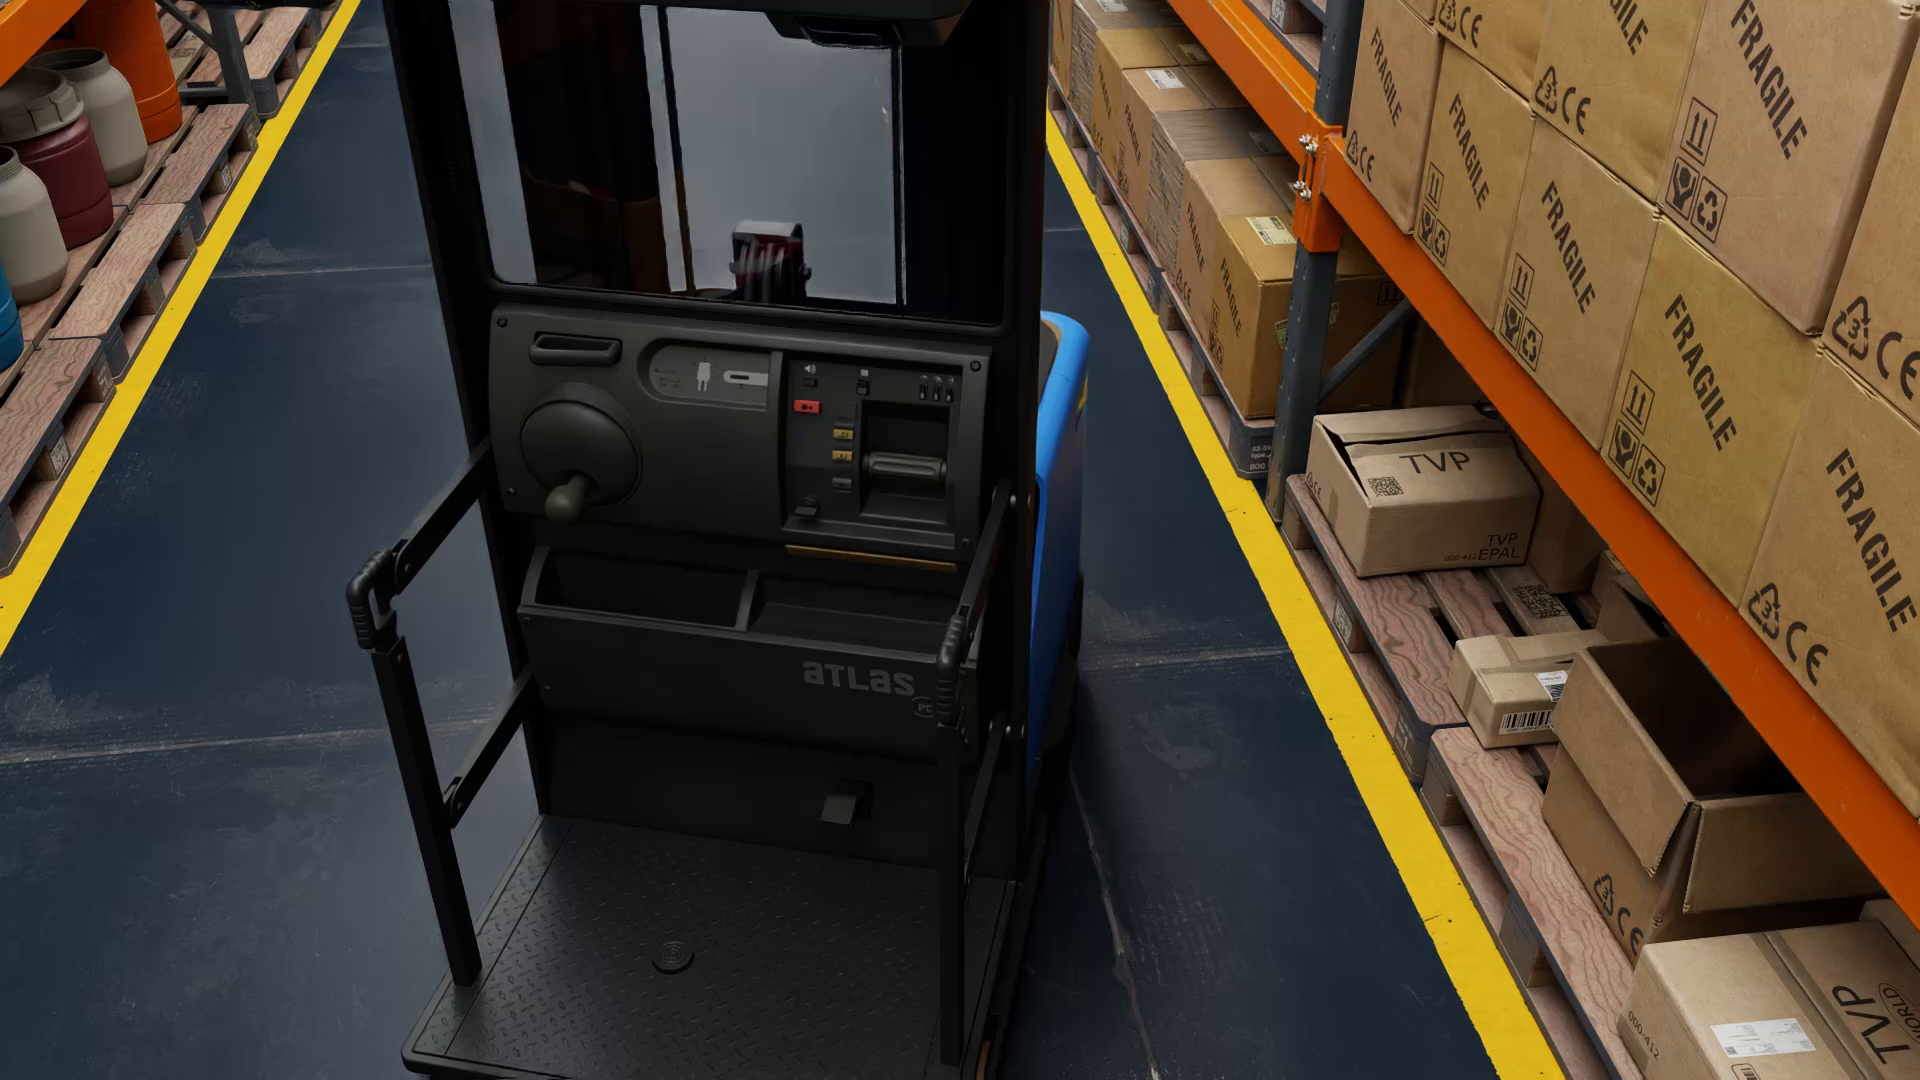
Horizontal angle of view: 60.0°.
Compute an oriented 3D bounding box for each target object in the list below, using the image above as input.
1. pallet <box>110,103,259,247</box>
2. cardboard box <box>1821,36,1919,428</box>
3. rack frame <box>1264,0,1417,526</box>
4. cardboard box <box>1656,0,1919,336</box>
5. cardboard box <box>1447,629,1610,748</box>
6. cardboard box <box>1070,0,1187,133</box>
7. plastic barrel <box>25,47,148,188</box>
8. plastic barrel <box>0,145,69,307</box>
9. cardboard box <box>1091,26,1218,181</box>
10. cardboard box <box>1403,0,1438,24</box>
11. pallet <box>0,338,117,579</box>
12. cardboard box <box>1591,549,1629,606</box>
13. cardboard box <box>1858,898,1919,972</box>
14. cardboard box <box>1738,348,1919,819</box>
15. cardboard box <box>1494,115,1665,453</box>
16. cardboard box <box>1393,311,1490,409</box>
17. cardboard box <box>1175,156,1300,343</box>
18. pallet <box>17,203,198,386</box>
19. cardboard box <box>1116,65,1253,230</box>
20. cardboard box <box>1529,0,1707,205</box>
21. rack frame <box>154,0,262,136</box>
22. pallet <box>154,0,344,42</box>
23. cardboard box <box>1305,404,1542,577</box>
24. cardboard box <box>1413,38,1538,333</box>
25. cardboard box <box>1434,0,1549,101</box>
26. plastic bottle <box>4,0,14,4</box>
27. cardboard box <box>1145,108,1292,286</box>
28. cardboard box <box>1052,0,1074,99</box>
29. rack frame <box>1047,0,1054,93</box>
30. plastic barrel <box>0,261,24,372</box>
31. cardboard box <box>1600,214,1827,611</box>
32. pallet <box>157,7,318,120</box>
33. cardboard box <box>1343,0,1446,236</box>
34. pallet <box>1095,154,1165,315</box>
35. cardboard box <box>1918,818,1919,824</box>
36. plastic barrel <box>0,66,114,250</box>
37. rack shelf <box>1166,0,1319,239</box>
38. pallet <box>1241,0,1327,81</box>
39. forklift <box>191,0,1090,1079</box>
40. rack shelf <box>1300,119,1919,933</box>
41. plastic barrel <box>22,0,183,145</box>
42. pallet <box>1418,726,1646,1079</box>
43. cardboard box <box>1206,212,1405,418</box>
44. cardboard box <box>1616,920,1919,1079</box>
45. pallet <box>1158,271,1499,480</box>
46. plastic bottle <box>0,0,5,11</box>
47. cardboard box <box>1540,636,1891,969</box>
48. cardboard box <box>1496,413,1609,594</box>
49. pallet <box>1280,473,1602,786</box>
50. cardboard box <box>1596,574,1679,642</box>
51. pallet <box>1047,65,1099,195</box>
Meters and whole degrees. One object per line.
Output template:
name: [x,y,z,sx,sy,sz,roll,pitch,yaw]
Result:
pallet: [-3.805,-1.627,7.450,1.003,0.211,1.213,-4,35,-6]
cardboard box: [1.557,-0.378,2.164,0.500,0.500,0.500,-3,34,-5]
rack frame: [1.494,-1.357,4.577,1.000,3.000,0.127,-4,35,-6]
cardboard box: [1.488,-0.664,2.584,0.500,0.500,0.500,-3,34,-5]
cardboard box: [1.463,0.365,4.177,0.380,0.166,0.250,-4,35,-6]
cardboard box: [0.810,-2.171,7.600,0.500,0.500,0.500,-6,35,-8]
plastic barrel: [-3.705,-1.781,7.037,0.421,0.512,0.421,0,34,0]
plastic barrel: [-3.553,-1.151,6.112,0.421,0.512,0.421,0,34,0]
cardboard box: [0.873,-1.890,7.189,0.500,0.500,0.500,-5,35,-7]
cardboard box: [1.279,-1.527,3.851,0.500,0.500,0.500,-4,34,-5]
pallet: [-3.477,-0.265,5.452,1.003,0.211,1.213,-4,35,-6]
cardboard box: [1.962,0.141,4.521,0.380,0.149,0.250,-4,35,-6]
cardboard box: [2.106,0.947,3.248,0.500,0.250,0.500,-4,35,-6]
cardboard box: [1.567,0.037,2.444,0.500,0.500,0.500,-4,34,-6]
cardboard box: [1.430,-0.528,3.273,0.500,0.500,0.500,-5,35,-7]
cardboard box: [1.671,-0.794,5.581,0.500,0.500,0.500,-6,35,-9]
cardboard box: [1.086,-1.036,5.936,0.500,0.500,0.500,-4,35,-6]
pallet: [-3.644,-0.948,6.453,1.003,0.211,1.213,-4,35,-6]
cardboard box: [0.948,-1.599,6.762,0.500,0.500,0.500,-5,35,-8]
cardboard box: [1.417,-0.952,3.007,0.500,0.500,0.500,-5,35,-8]
rack frame: [-3.952,-3.216,7.305,1.000,3.000,0.127,-4,35,-6]
pallet: [-4.179,-3.178,9.726,1.003,0.211,1.213,-4,35,-6]
cardboard box: [1.336,-0.177,4.843,0.500,0.311,0.500,-4,35,-6]
cardboard box: [1.365,-0.808,3.683,0.500,0.500,0.500,-4,34,-6]
cardboard box: [1.349,-1.239,3.428,0.500,0.500,0.500,-5,35,-8]
plastic bottle: [-3.243,-1.931,5.534,0.097,0.271,0.097,0,34,0]
cardboard box: [1.019,-1.316,6.346,0.500,0.500,0.500,-4,34,-6]
cardboard box: [0.734,-2.462,8.028,0.500,0.500,0.500,-3,34,-4]
rack frame: [0.956,-3.589,7.853,1.000,3.000,0.127,-4,35,-6]
plastic barrel: [-3.566,-0.990,5.530,0.600,0.901,0.708,-4,35,-6]
cardboard box: [1.500,-0.245,2.857,0.500,0.500,0.500,-5,35,-7]
pallet: [-4.018,-2.499,8.729,1.003,0.211,1.213,-4,35,-6]
cardboard box: [1.293,-1.093,4.102,0.500,0.500,0.500,-4,34,-5]
pallet: [1.180,-1.338,7.026,1.003,0.211,1.213,-4,35,-6]
cardboard box: [1.629,0.315,2.035,0.500,0.500,0.500,-4,34,-6]
plastic barrel: [-3.718,-1.491,6.543,0.600,0.588,0.708,-4,35,-6]
rack shelf: [1.225,-2.176,6.418,1.077,0.370,4.000,-4,35,-6]
pallet: [1.495,-1.732,5.298,1.003,0.211,1.213,-4,35,-6]
forklift: [-0.449,-0.133,2.843,1.130,2.935,3.031,6,35,9]
rack shelf: [1.763,0.056,3.142,1.077,0.370,4.000,-4,35,-6]
plastic barrel: [-3.870,-2.221,7.400,0.600,0.830,0.708,-4,35,-6]
pallet: [1.753,0.861,3.799,1.003,0.211,1.213,-4,35,-6]
cardboard box: [1.144,-0.759,5.530,0.500,0.500,0.500,-5,35,-7]
cardboard box: [1.617,1.013,3.152,0.500,0.250,0.500,-4,35,-6]
pallet: [1.348,-0.656,6.025,1.003,0.211,1.213,-4,35,-6]
plastic bottle: [-3.255,-1.866,5.434,0.152,0.276,0.135,-4,35,-6]
cardboard box: [1.752,0.541,3.619,0.797,0.503,0.637,-4,35,-6]
cardboard box: [1.852,-0.209,4.723,0.500,0.500,0.500,-4,35,-6]
pallet: [1.586,0.179,4.800,1.003,0.211,1.213,-4,35,-6]
cardboard box: [1.953,0.287,4.162,0.500,0.311,0.500,-4,35,-6]
pallet: [1.019,-2.017,8.023,1.003,0.211,1.213,-4,35,-6]
